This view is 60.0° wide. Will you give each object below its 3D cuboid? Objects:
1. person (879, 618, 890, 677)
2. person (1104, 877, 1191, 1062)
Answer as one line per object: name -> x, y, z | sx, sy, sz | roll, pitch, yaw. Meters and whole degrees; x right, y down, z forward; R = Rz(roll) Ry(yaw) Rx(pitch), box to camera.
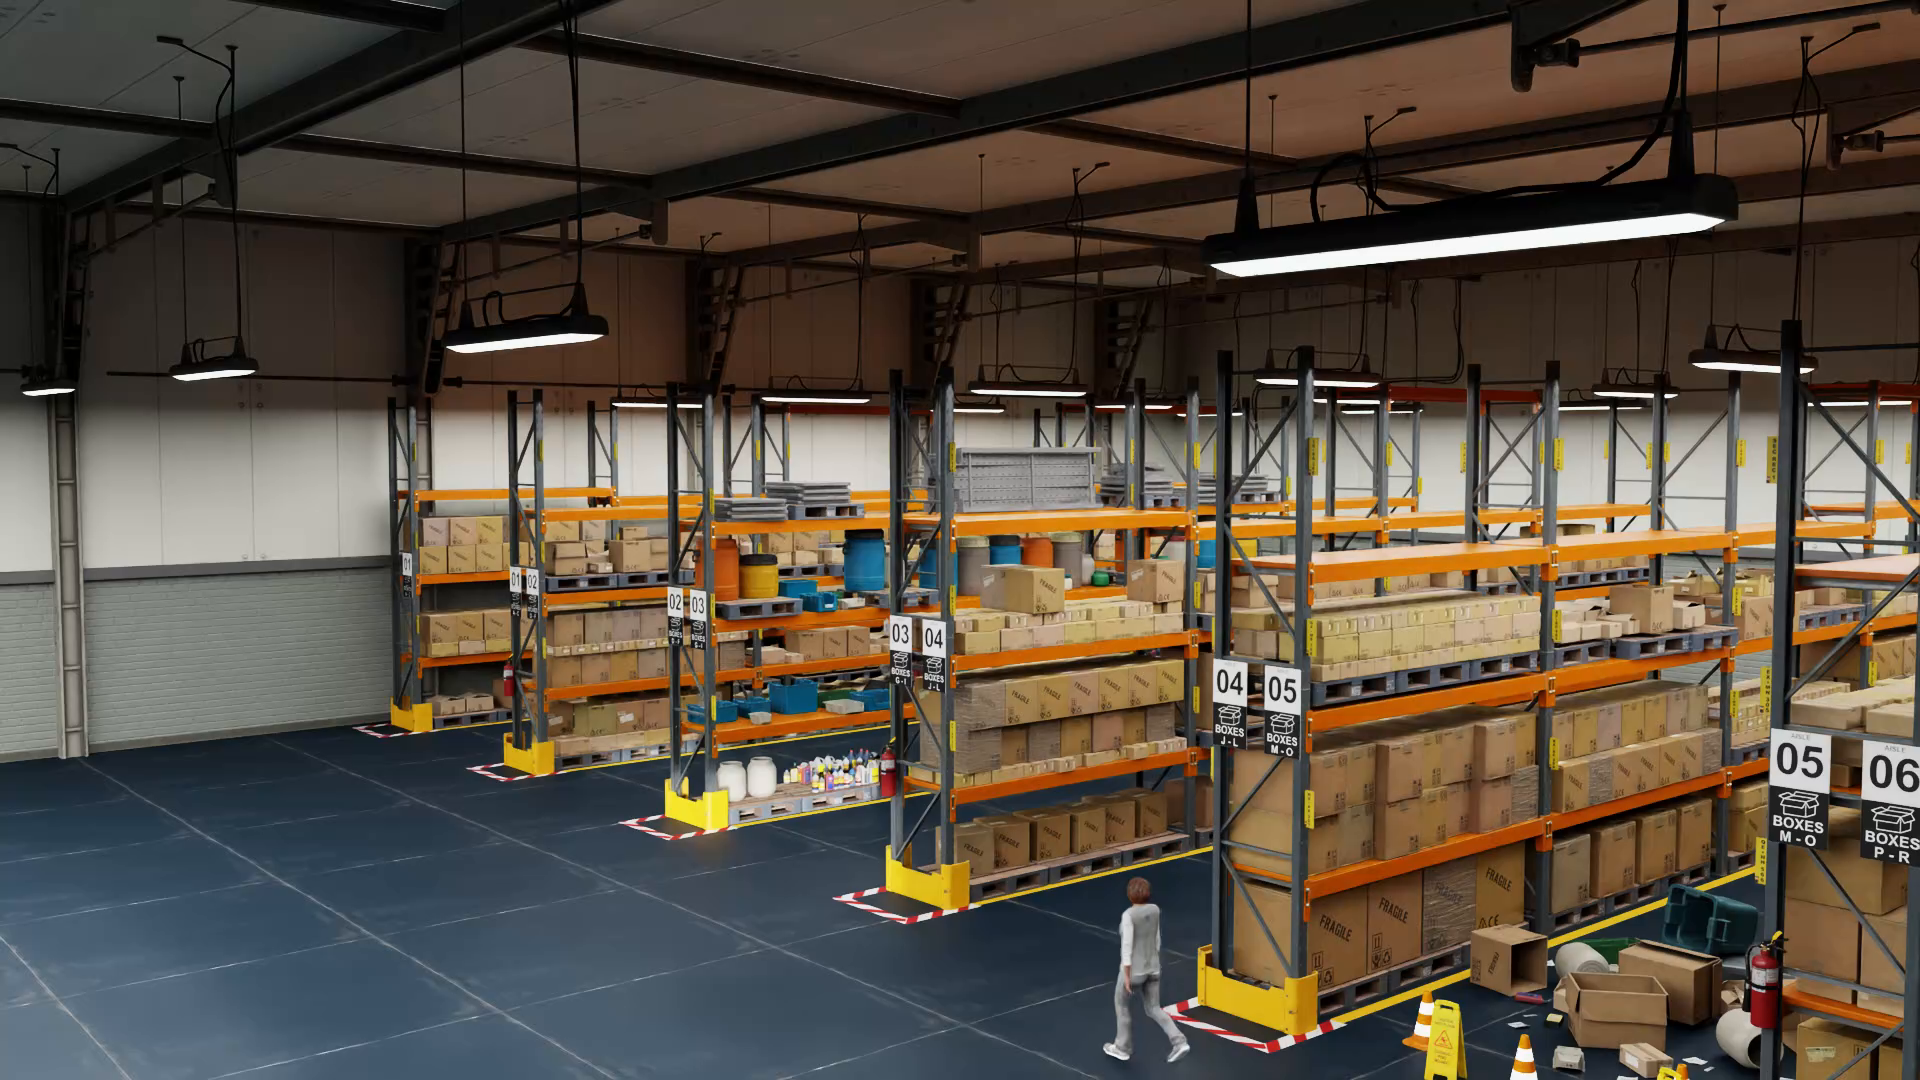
person -> -1.403, 2.288, 34.688 | 0.733, 1.818, 0.769 | 3, 5, 45
person -> 1.521, 3.564, 13.732 | 0.416, 1.560, 0.847 | -3, 4, -39
